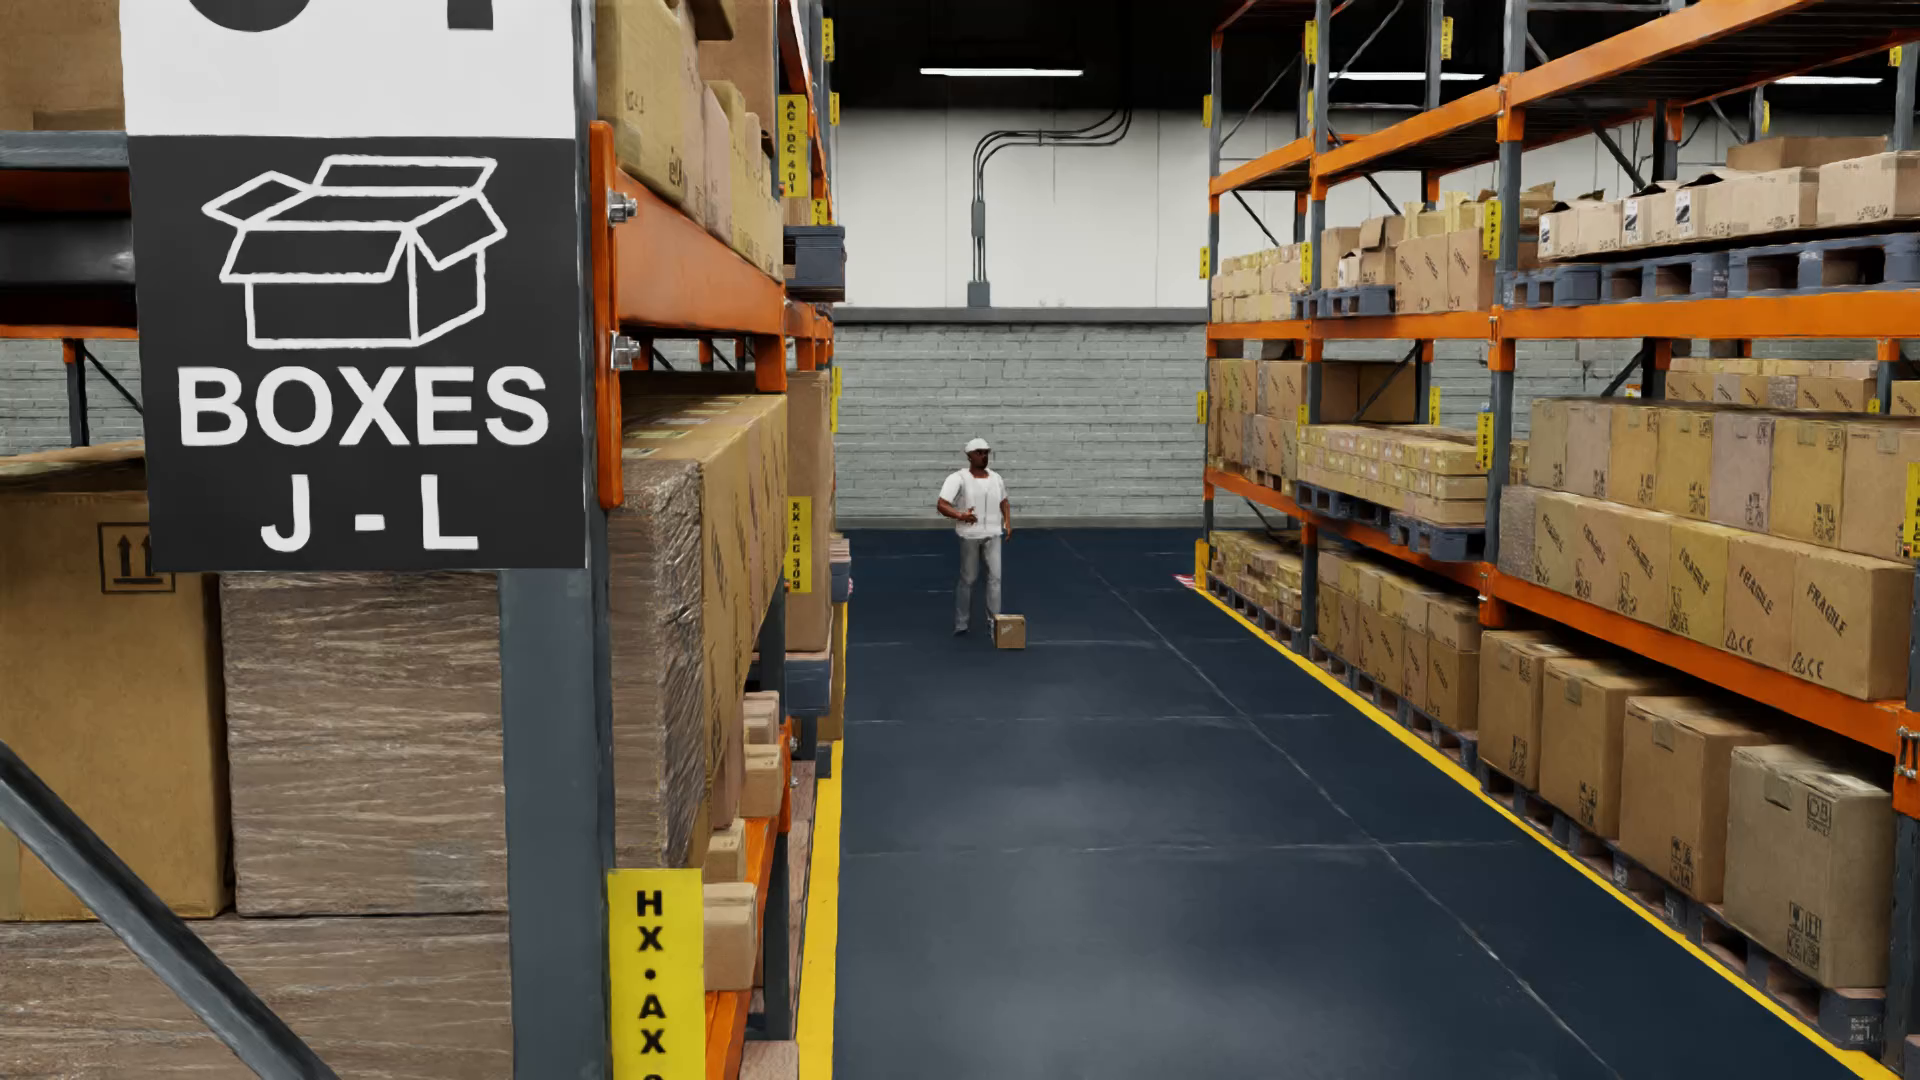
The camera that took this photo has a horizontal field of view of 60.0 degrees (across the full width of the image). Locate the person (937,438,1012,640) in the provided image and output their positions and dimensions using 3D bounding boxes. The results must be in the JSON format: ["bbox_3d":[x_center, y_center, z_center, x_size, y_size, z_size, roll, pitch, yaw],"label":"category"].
[{"bbox_3d":[0.210,-0.014,14.744,0.750,1.763,0.739,-3,7,-22],"label":"person"}]
